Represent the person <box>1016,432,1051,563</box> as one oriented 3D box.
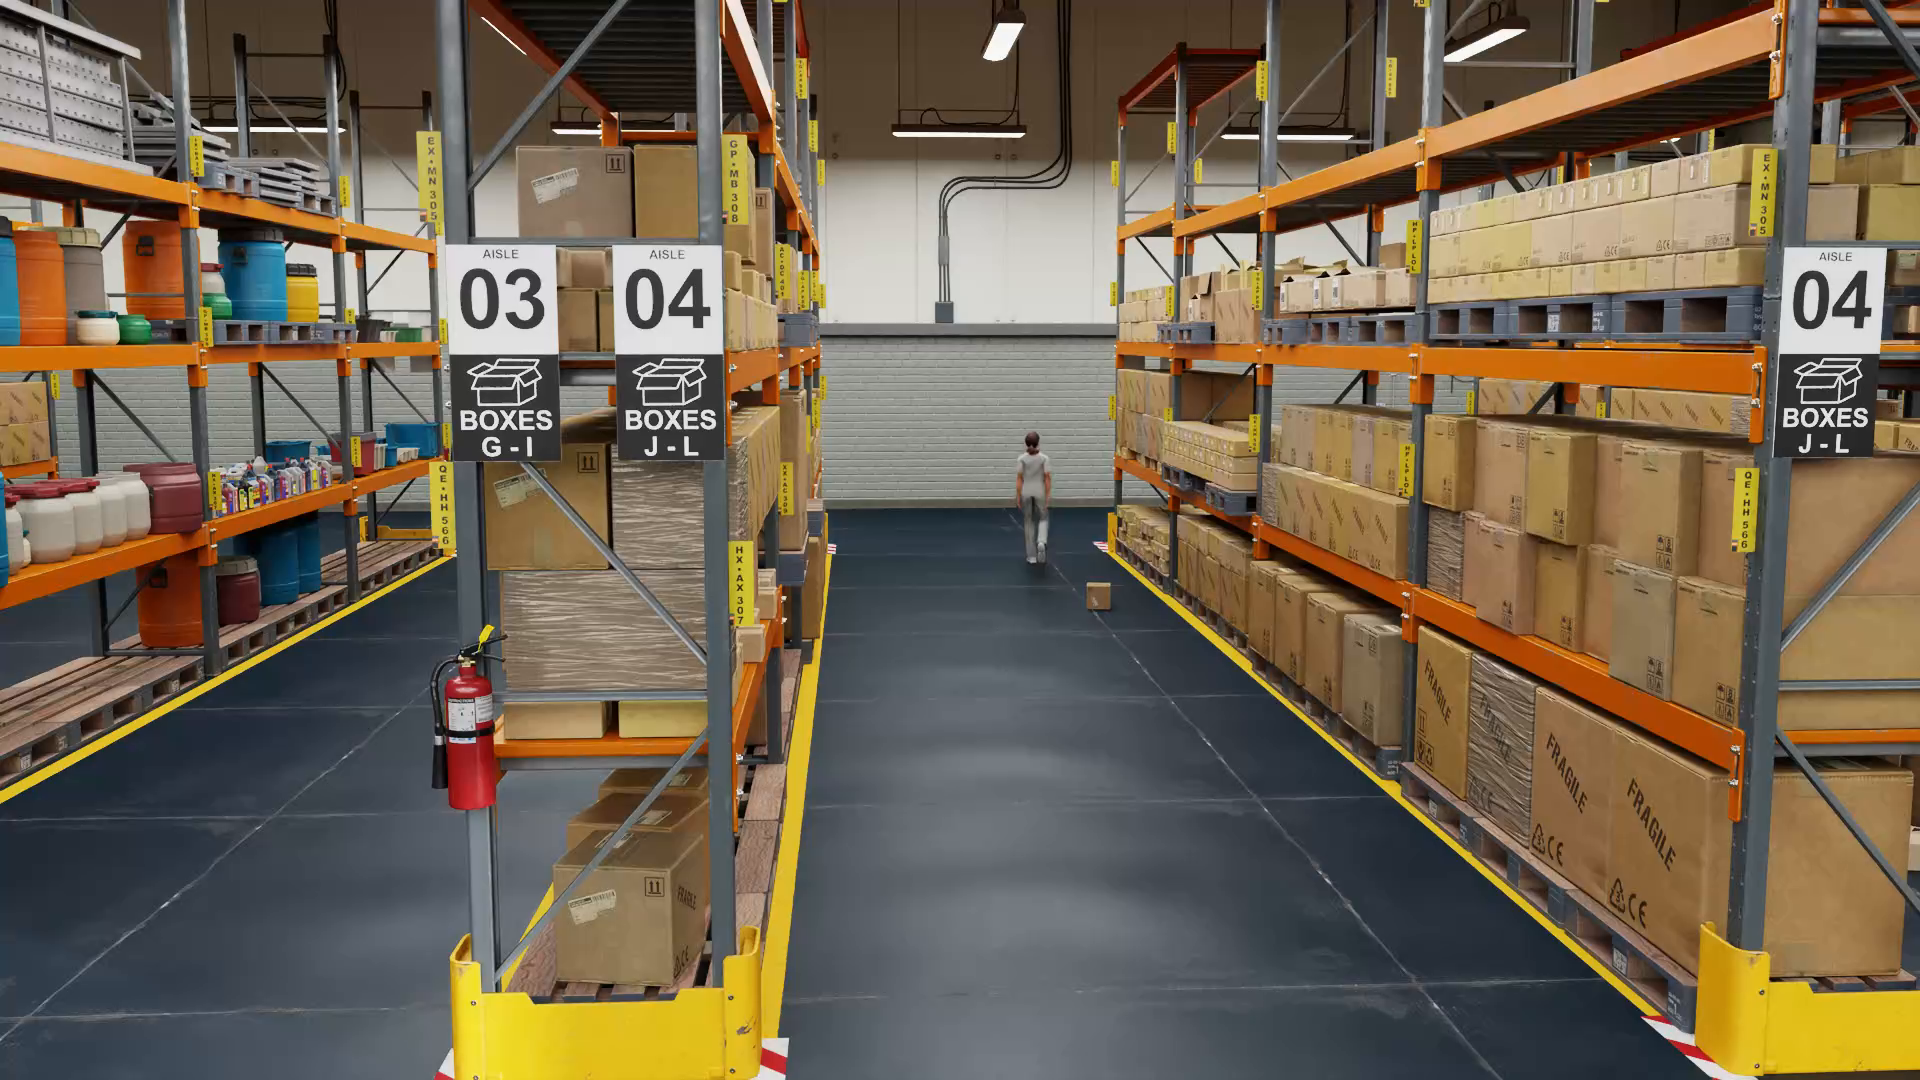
[{"bbox_3d":[0.928,-0.540,21.020,0.443,1.662,0.480,0,7,2],"label":"person"}]
